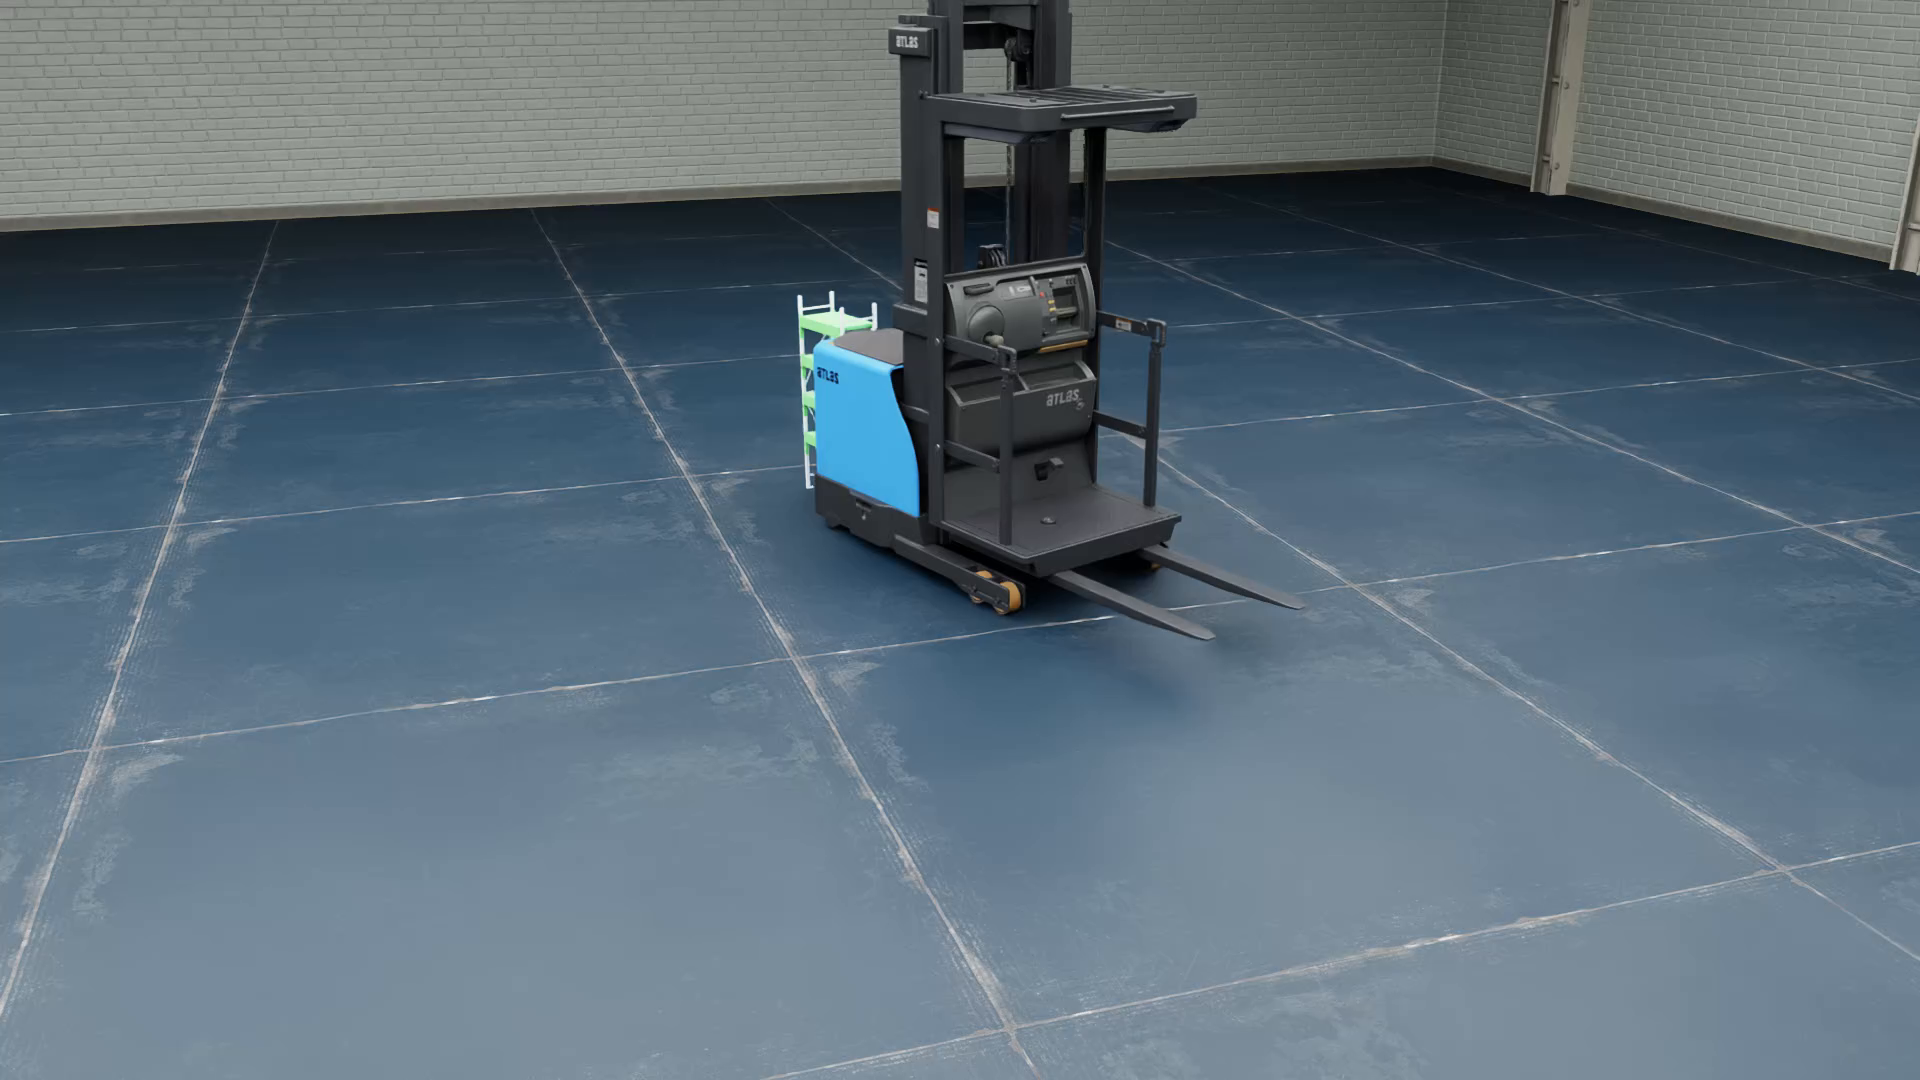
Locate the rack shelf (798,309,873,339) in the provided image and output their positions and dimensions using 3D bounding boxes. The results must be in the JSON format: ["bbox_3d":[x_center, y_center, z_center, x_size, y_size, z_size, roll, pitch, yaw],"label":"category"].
[{"bbox_3d":[-0.725,-1.243,9.855,0.258,0.148,0.480,-13,22,-32],"label":"rack shelf"}]

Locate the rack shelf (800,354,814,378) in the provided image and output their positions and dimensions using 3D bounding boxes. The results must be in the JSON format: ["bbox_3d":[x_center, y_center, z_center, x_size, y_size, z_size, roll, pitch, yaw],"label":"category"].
[{"bbox_3d":[-0.722,-1.016,9.931,0.258,0.148,0.480,-13,22,-32],"label":"rack shelf"}]

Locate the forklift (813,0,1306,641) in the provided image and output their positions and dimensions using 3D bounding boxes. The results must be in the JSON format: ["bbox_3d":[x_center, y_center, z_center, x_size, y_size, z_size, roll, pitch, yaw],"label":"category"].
[{"bbox_3d":[0.454,-1.193,8.401,1.130,2.935,3.031,-15,24,-35],"label":"forklift"}]

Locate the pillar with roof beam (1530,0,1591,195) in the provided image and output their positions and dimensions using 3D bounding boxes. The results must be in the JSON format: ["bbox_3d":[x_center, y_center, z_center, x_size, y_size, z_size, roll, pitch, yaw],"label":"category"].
[{"bbox_3d":[3.868,-8.469,19.684,9.100,9.000,0.400,-6,21,-17],"label":"pillar with roof beam"}]

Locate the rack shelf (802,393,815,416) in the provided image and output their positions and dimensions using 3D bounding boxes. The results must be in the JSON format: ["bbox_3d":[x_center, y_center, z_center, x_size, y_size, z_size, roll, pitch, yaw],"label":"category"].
[{"bbox_3d":[-0.719,-0.789,10.008,0.258,0.148,0.480,-13,22,-32],"label":"rack shelf"}]

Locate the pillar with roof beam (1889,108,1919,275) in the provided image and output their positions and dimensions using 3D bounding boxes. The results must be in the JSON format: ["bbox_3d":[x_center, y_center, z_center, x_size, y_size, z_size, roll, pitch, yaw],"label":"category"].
[{"bbox_3d":[5.754,-6.544,14.324,9.100,9.000,0.400,-6,21,-17],"label":"pillar with roof beam"}]

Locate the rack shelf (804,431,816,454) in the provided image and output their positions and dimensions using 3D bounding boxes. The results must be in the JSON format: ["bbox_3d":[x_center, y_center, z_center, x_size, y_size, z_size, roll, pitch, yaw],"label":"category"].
[{"bbox_3d":[-0.716,-0.561,10.085,0.258,0.148,0.480,-13,22,-32],"label":"rack shelf"}]

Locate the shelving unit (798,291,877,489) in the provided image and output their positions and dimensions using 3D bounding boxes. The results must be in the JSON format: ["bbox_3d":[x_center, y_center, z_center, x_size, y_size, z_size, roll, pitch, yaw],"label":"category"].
[{"bbox_3d":[-0.720,-0.849,9.988,0.258,1.200,0.503,-13,22,-32],"label":"shelving unit"}]

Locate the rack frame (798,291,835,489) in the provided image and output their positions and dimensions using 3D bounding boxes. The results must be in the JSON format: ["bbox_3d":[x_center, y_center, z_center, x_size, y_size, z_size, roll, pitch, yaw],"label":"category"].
[{"bbox_3d":[-0.859,-0.911,10.178,0.240,1.200,0.015,-13,22,-32],"label":"rack frame"}]

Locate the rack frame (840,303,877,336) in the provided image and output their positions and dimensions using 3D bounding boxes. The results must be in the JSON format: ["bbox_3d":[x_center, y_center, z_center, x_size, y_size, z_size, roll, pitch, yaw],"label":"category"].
[{"bbox_3d":[-0.581,-0.787,9.797,0.240,1.200,0.015,-13,22,-32],"label":"rack frame"}]
